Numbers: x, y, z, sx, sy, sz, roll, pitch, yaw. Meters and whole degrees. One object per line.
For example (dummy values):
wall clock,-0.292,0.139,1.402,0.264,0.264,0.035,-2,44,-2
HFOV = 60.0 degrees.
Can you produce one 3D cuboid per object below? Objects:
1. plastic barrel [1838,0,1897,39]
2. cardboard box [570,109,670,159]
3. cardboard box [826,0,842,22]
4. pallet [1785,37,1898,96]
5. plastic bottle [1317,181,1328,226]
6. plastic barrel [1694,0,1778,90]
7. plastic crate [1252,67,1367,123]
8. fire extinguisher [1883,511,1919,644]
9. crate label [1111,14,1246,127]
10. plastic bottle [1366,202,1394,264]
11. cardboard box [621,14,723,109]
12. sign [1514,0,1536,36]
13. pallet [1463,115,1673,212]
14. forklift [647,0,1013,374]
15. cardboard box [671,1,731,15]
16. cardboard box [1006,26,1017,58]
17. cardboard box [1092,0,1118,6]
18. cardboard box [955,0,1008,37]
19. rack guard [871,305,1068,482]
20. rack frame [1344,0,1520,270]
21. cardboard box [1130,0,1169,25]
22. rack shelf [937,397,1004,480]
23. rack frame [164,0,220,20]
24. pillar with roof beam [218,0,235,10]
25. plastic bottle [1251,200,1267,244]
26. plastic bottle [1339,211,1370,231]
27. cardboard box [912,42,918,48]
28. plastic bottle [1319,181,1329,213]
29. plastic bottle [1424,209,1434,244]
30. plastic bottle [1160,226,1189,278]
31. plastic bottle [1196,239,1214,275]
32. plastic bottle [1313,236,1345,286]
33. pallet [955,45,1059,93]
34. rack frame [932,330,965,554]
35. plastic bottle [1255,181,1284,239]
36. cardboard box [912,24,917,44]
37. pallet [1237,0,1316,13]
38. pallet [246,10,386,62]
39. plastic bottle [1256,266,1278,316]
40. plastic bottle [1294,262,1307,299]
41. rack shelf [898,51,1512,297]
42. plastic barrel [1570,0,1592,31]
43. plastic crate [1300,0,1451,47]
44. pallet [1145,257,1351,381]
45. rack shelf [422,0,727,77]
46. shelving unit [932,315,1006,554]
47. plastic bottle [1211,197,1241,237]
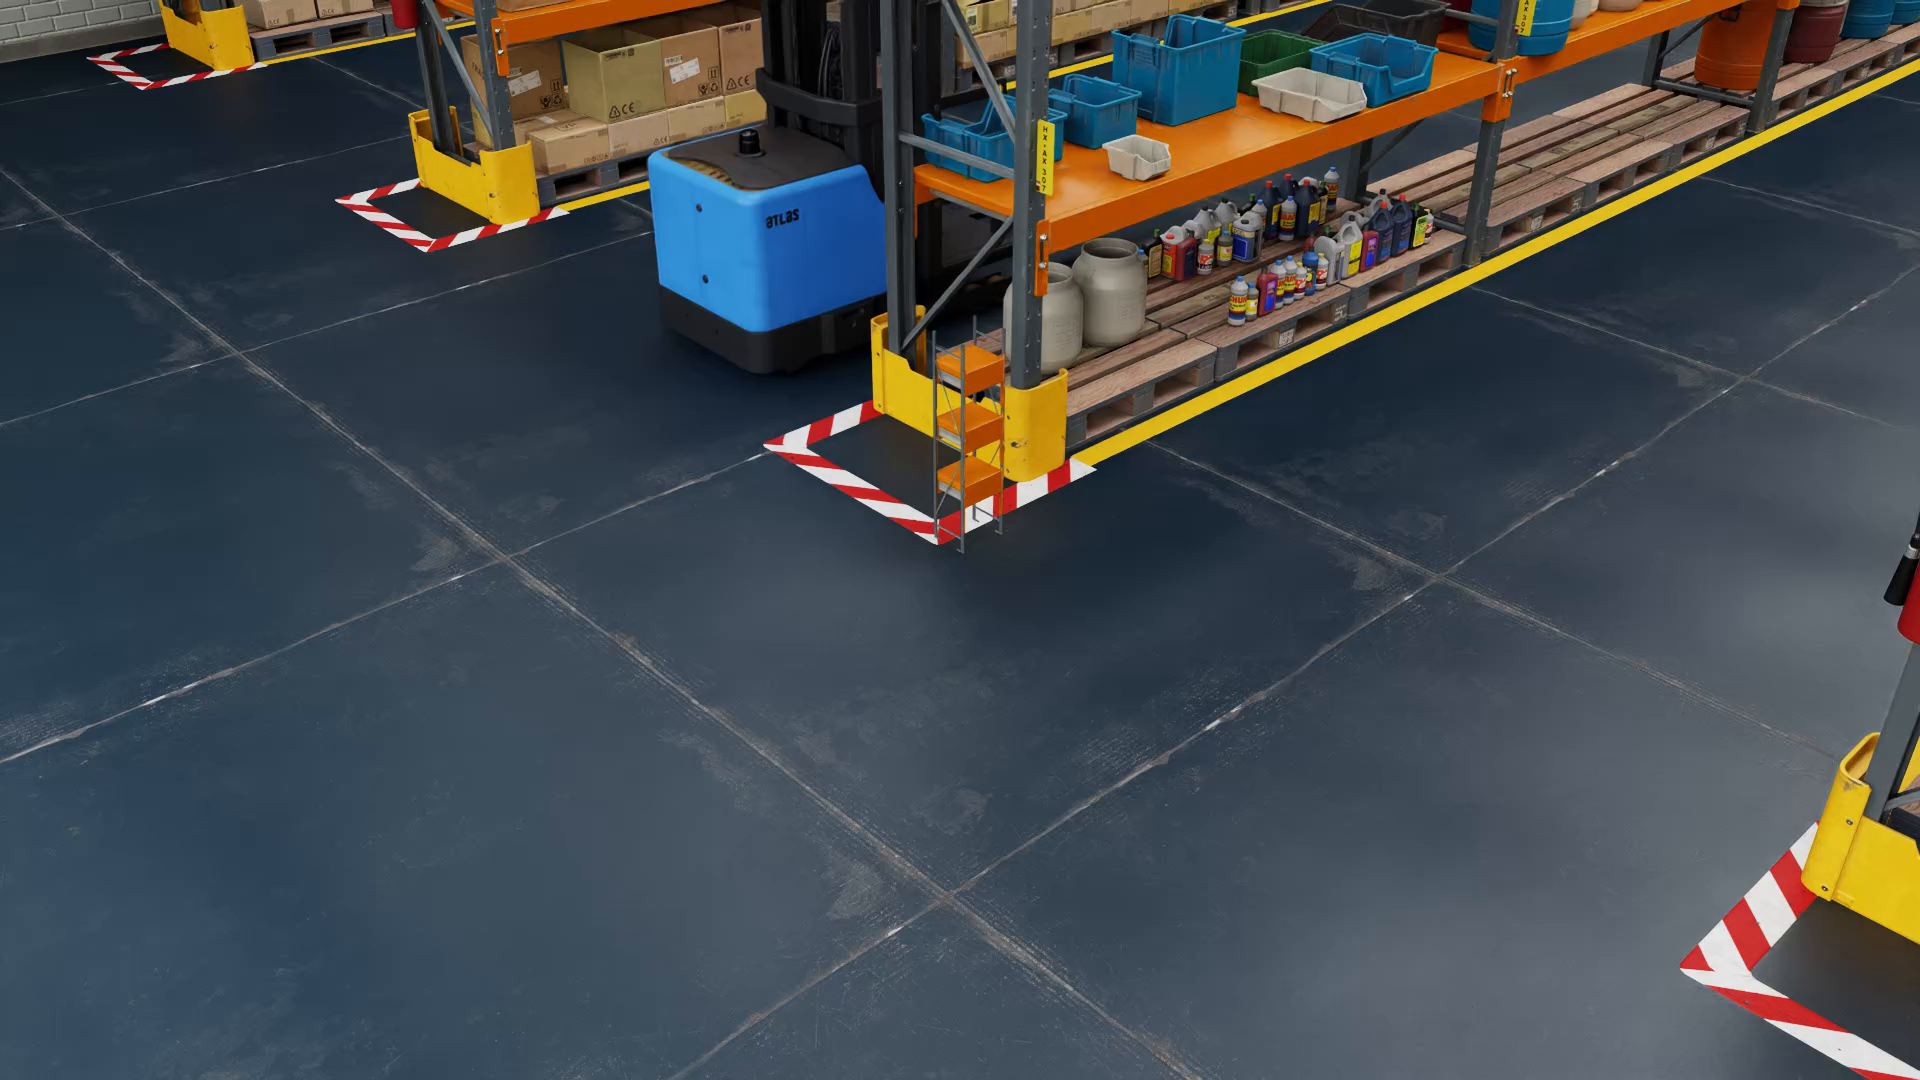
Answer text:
plastic barrel,7.877,-4.893,14.486,0.708,0.901,0.600,-26,40,-35
cardboard box,-2.449,-2.977,11.976,0.500,0.250,0.500,-26,40,-35
cardboard box,-0.990,-4.010,12.948,0.500,0.500,0.500,-26,40,-35
pallet,7.318,-4.165,14.358,1.213,0.211,1.003,-26,40,-35
plastic bottle,2.264,-2.127,10.535,0.133,0.283,0.061,-26,40,-35
plastic barrel,6.221,-4.061,13.194,0.708,0.830,0.600,-26,40,-35
plastic crate,1.922,-2.424,9.091,0.437,0.136,0.530,-26,40,-35
fire extinguisher,2.978,0.002,4.946,0.183,0.674,0.296,-26,40,-35
crate label,1.174,-2.562,9.030,0.616,0.435,0.502,-26,40,-35
plastic bottle,2.524,-1.860,10.034,0.144,0.351,0.185,27,40,37
cardboard box,-2.090,-3.478,12.077,0.500,0.500,0.500,-26,40,-35
sign,3.307,-3.113,9.700,0.005,0.325,0.100,-26,40,-35
pallet,4.385,-2.748,12.042,1.213,0.211,1.003,-26,40,-35
forklift,-0.312,-2.803,9.525,3.031,2.935,1.130,-25,39,-34
cardboard box,-2.076,-3.854,12.691,0.500,0.500,0.500,-26,40,-35
cardboard box,0.416,-4.341,14.206,0.500,0.250,0.500,-25,39,-34
cardboard box,1.175,-4.948,14.662,0.500,0.311,0.500,-25,39,-34
cardboard box,0.048,-4.402,13.769,0.500,0.311,0.500,-26,40,-35
rack guard,0.032,-0.769,8.528,0.348,0.500,1.175,-26,40,-35
rack frame,2.941,-3.209,10.123,0.127,3.000,1.000,-26,40,-35
cardboard box,1.543,-4.889,15.103,0.500,0.250,0.500,-25,39,-34
rack shelf,0.039,-0.458,7.512,0.240,0.259,0.215,-26,40,-35
rack frame,-6.728,-5.580,14.000,0.127,3.000,1.000,-26,40,-35
pillar with roof beam,-3.876,-7.072,10.689,0.400,9.000,9.100,-26,40,-35
plastic bottle,1.846,-1.972,10.293,0.097,0.271,0.097,0,31,0
plastic bottle,2.405,-1.876,10.132,0.135,0.276,0.152,-26,40,-35
cardboard box,-0.616,-3.863,13.426,0.500,0.250,0.500,-26,40,-35
plastic bottle,2.335,-2.222,10.769,0.097,0.201,0.097,0,31,0
plastic bottle,2.887,-1.955,10.333,0.097,0.201,0.097,0,31,0
plastic bottle,1.260,-1.714,9.867,0.135,0.276,0.152,-25,40,-35
plastic bottle,1.460,-1.690,9.900,0.097,0.201,0.097,0,31,0
plastic bottle,2.165,-1.657,9.774,0.135,0.276,0.152,-25,39,-35
pallet,0.090,-4.192,14.403,1.213,0.211,1.003,-26,40,-35
rack frame,-0.050,-0.424,7.436,0.008,1.050,0.200,-26,40,-35
plastic bottle,1.928,-2.072,10.381,0.144,0.351,0.185,27,41,37
cardboard box,-0.317,-4.369,14.254,0.500,0.250,0.500,-26,40,-36
pallet,3.082,-5.585,16.681,1.213,0.211,1.003,-26,40,-35
pallet,-6.053,-4.692,15.221,1.213,0.211,1.003,-26,40,-35
plastic bottle,1.728,-1.416,9.373,0.133,0.283,0.061,-25,39,-35
plastic bottle,1.947,-1.500,9.589,0.097,0.201,0.097,0,31,0
rack shelf,1.474,-2.193,9.151,4.000,0.370,1.077,-26,40,-35
plastic barrel,3.792,-3.523,10.505,0.433,0.535,0.433,0,31,0
plastic crate,2.471,-3.046,9.915,0.504,0.338,0.767,-26,40,-35
pallet,1.525,-1.362,9.776,1.213,0.211,1.003,-26,40,-35
rack shelf,-1.891,-4.089,12.251,4.000,0.370,1.077,-26,40,-35
shelving unit,0.039,-0.467,7.507,0.252,1.050,0.215,-26,40,-35
plastic bottle,1.617,-1.922,10.135,0.185,0.351,0.144,-26,40,-36
